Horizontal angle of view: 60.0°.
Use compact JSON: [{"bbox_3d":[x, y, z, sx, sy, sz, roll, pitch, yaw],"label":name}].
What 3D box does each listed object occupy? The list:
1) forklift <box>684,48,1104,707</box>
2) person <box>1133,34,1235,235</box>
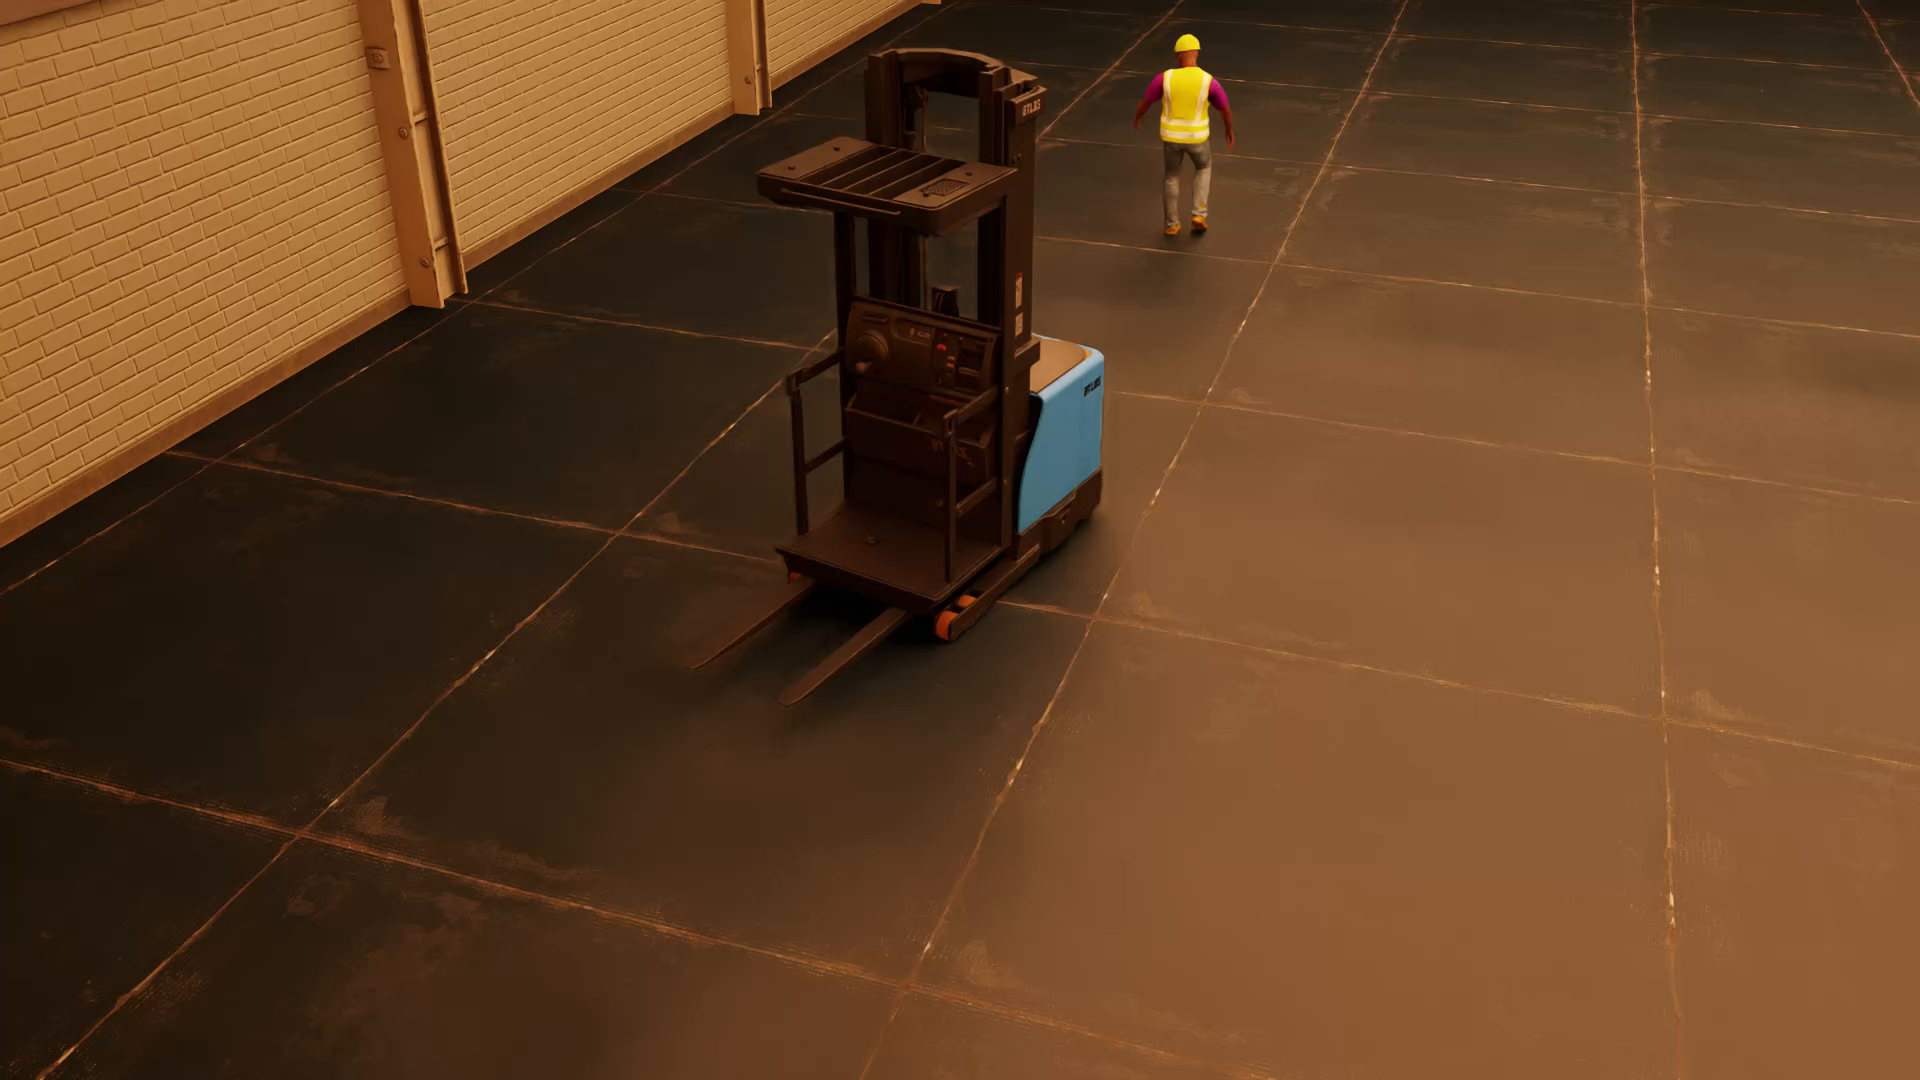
[{"bbox_3d":[-0.332,-0.983,8.860,1.130,2.935,3.031,17,34,27],"label":"forklift"},{"bbox_3d":[1.947,-3.539,14.580,0.907,1.774,0.501,9,31,15],"label":"person"}]
